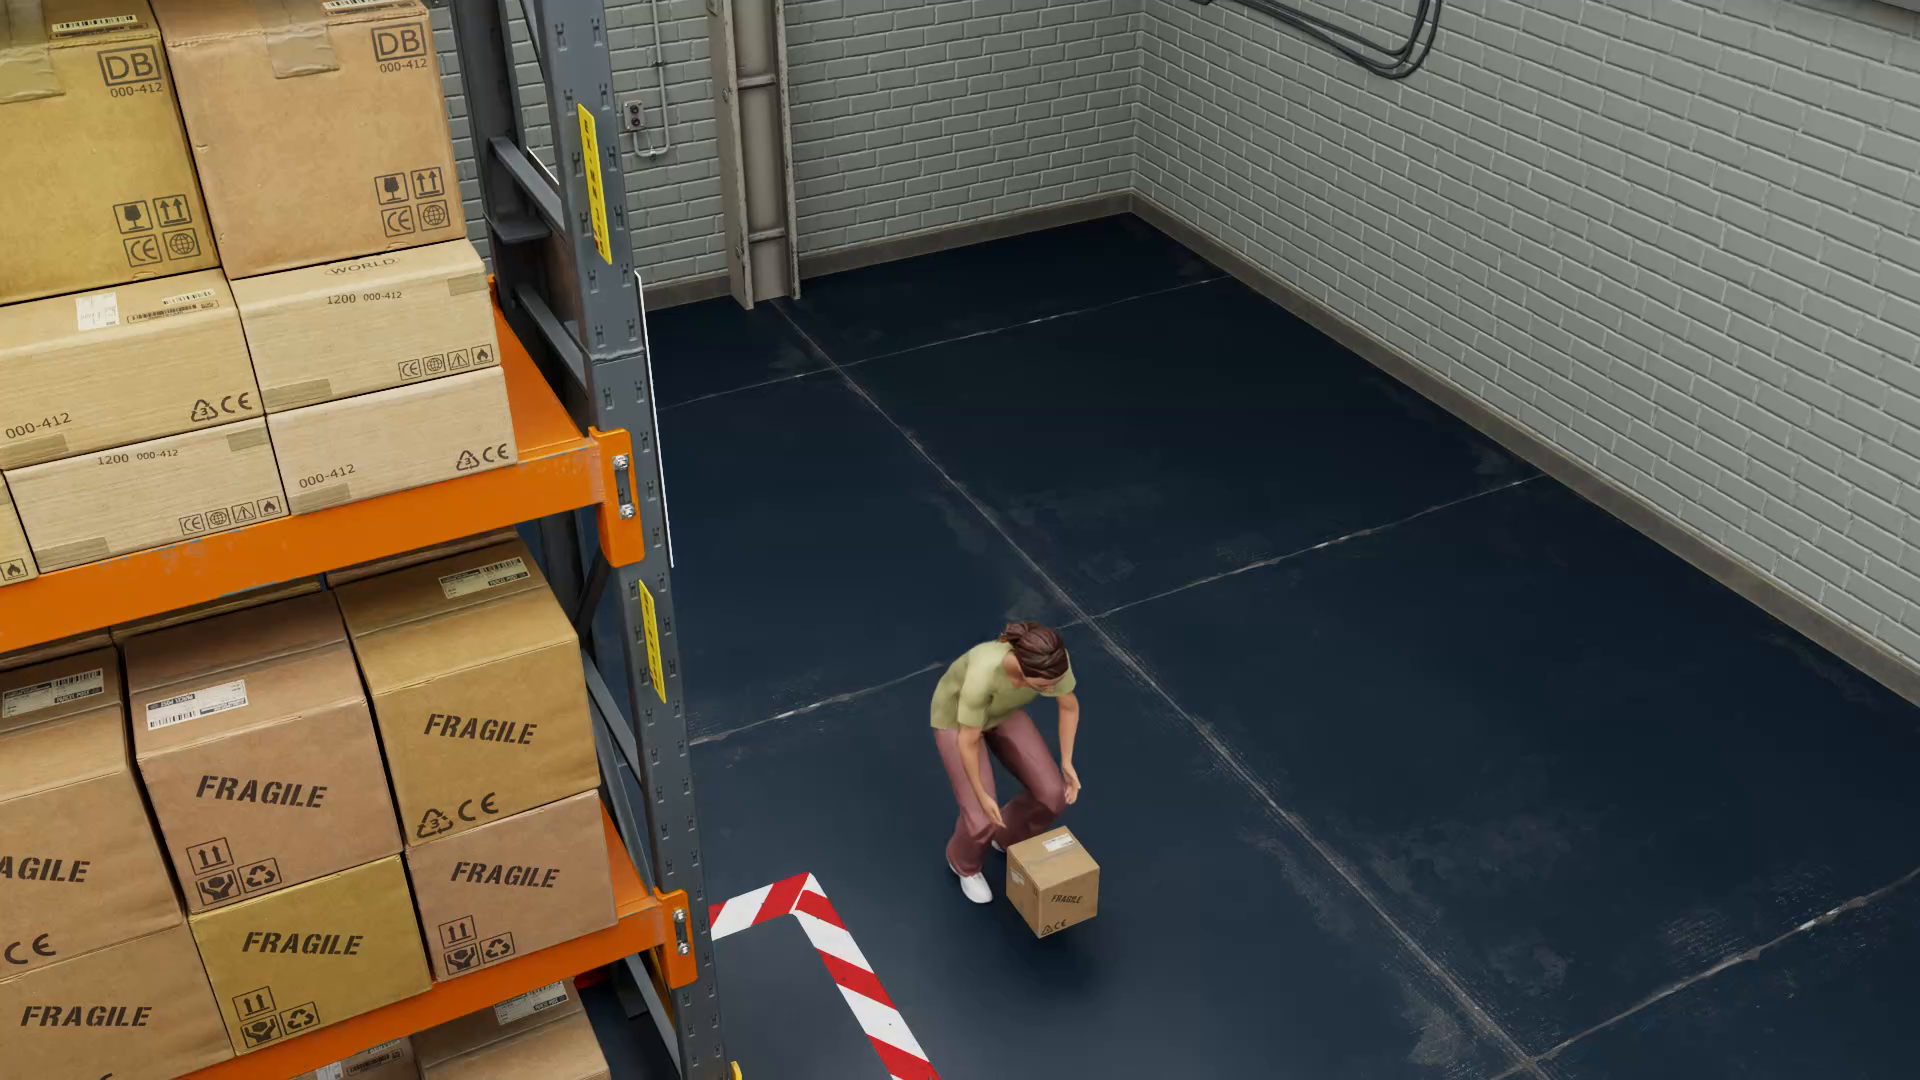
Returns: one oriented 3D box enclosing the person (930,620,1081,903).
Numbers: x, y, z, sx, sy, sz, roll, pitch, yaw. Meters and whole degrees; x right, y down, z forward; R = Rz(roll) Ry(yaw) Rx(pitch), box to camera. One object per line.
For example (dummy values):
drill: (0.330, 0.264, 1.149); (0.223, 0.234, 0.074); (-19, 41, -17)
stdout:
person: (0.181, 0.771, 6.278); (0.511, 1.335, 0.665); (-16, 36, -23)
